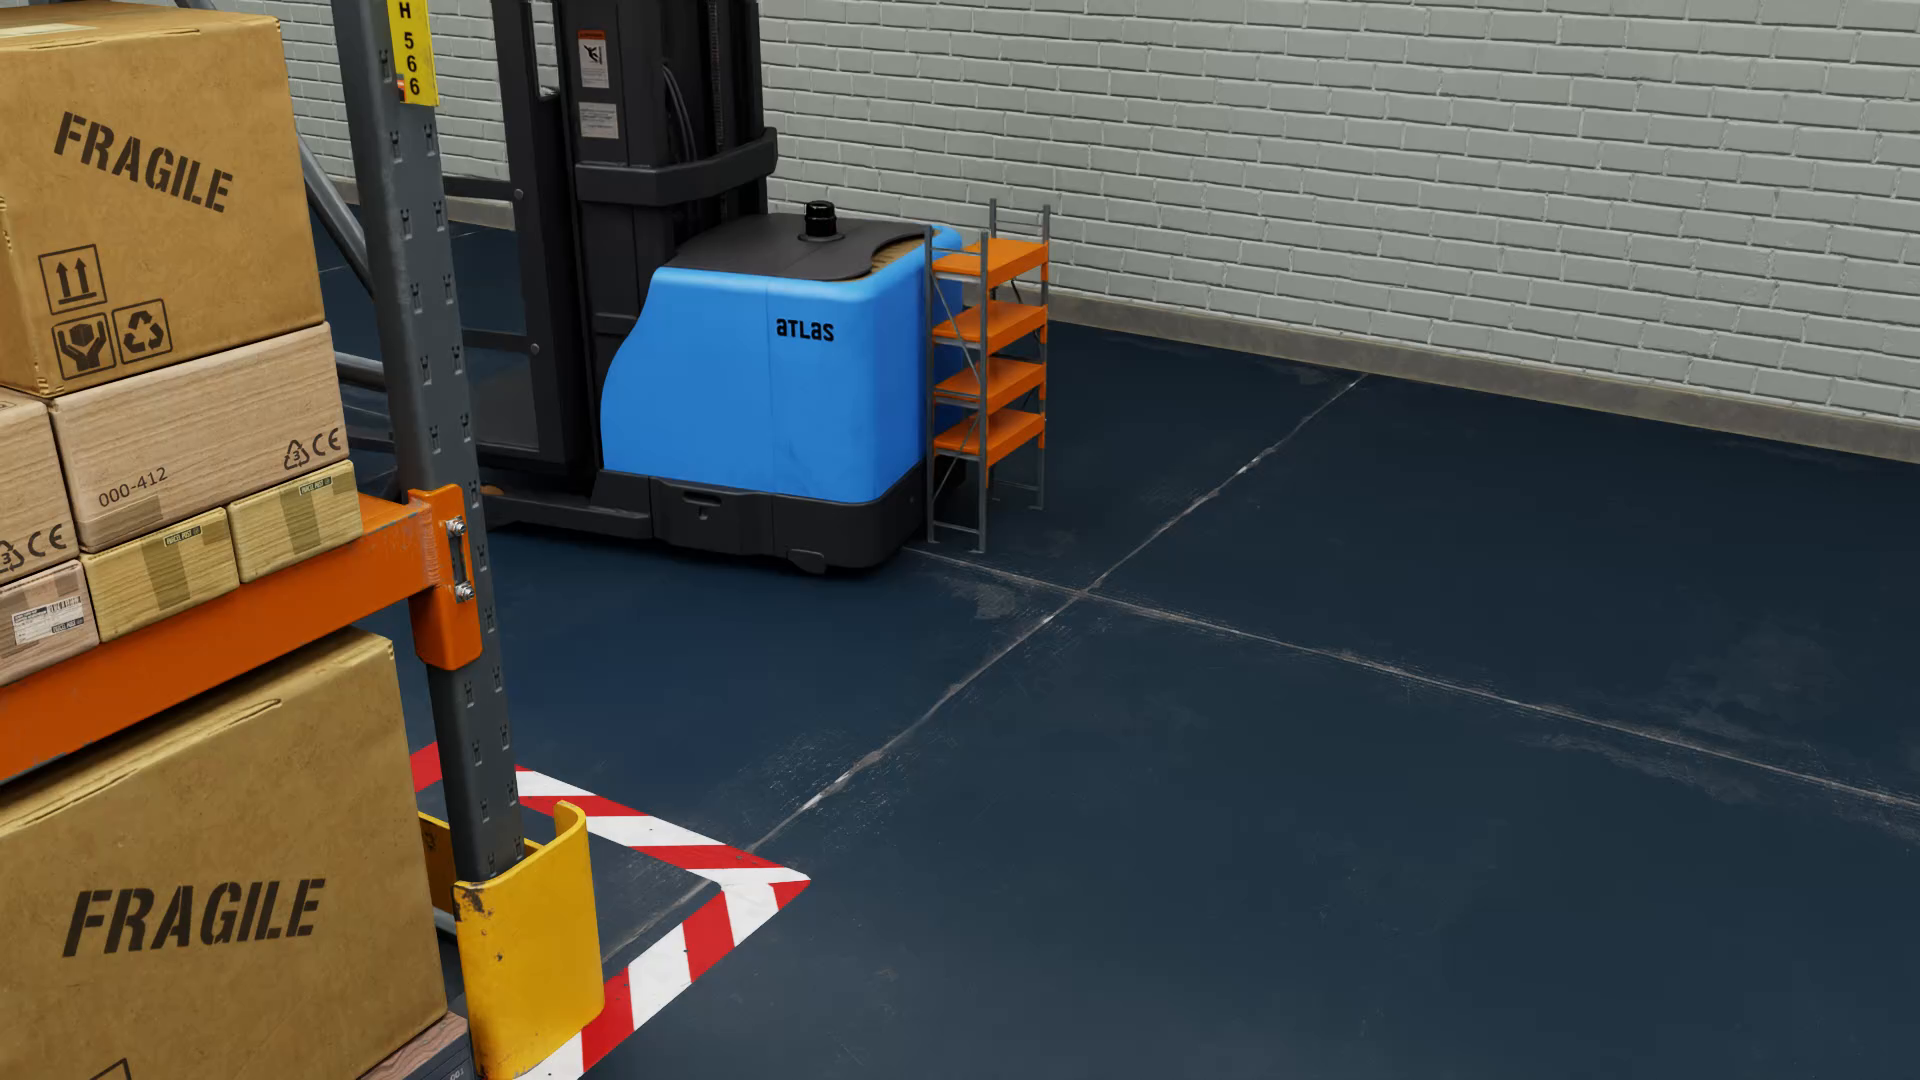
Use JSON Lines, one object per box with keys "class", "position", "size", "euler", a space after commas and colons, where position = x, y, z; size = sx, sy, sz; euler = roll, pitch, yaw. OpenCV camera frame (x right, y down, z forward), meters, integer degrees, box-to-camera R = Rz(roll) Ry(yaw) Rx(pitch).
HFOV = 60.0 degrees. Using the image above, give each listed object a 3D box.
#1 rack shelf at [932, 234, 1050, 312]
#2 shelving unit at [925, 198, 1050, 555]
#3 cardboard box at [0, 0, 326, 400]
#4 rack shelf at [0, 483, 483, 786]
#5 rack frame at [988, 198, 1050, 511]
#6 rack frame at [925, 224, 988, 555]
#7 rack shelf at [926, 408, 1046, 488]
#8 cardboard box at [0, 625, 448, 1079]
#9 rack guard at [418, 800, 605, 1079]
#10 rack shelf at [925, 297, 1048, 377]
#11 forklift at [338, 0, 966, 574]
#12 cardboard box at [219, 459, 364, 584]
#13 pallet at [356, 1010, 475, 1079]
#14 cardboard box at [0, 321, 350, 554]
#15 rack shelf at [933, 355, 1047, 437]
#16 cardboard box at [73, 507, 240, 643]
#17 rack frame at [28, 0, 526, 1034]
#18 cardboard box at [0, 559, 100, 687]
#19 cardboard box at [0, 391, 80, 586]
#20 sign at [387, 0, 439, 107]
{"class": "rack shelf", "position": [0.103, -0.966, 5.983], "size": [0.258, 0.148, 0.480], "euler": [12, 26, 26]}
{"class": "shelving unit", "position": [0.103, -0.606, 6.139], "size": [0.258, 1.200, 0.503], "euler": [12, 26, 26]}
{"class": "cardboard box", "position": [-1.419, -0.570, 2.661], "size": [0.500, 0.500, 0.500], "euler": [14, 27, 30]}
{"class": "rack shelf", "position": [-2.441, 0.628, 1.930], "size": [1.077, 0.370, 4.000], "euler": [14, 27, 29]}
{"class": "rack frame", "position": [0.219, -0.691, 6.336], "size": [0.240, 1.200, 0.015], "euler": [12, 26, 26]}
{"class": "rack frame", "position": [-0.014, -0.520, 5.942], "size": [0.240, 1.200, 0.015], "euler": [12, 26, 26]}
{"class": "rack shelf", "position": [0.103, -0.362, 6.245], "size": [0.258, 0.148, 0.480], "euler": [12, 26, 26]}
{"class": "cardboard box", "position": [-1.655, 0.638, 3.147], "size": [0.875, 0.875, 0.875], "euler": [14, 27, 29]}
{"class": "rack guard", "position": [-1.373, 0.762, 3.861], "size": [1.175, 0.500, 0.348], "euler": [14, 27, 29]}
{"class": "rack shelf", "position": [0.103, -0.749, 6.077], "size": [0.258, 0.148, 0.480], "euler": [12, 26, 26]}
{"class": "forklift", "position": [-1.548, -1.569, 6.185], "size": [3.031, 2.935, 1.130], "euler": [8, 25, 18]}
{"class": "cardboard box", "position": [-1.294, -0.073, 2.959], "size": [0.380, 0.149, 0.250], "euler": [14, 27, 30]}
{"class": "pallet", "position": [-1.741, 1.189, 3.239], "size": [1.003, 0.211, 1.213], "euler": [14, 27, 29]}
{"class": "cardboard box", "position": [-1.416, -0.226, 2.810], "size": [0.500, 0.250, 0.500], "euler": [13, 27, 28]}
{"class": "rack shelf", "position": [0.103, -0.544, 6.166], "size": [0.258, 0.148, 0.480], "euler": [12, 26, 26]}
{"class": "cardboard box", "position": [-1.429, 0.015, 2.755], "size": [0.380, 0.149, 0.250], "euler": [14, 27, 29]}
{"class": "rack frame", "position": [-1.386, -0.377, 3.346], "size": [1.000, 3.000, 0.127], "euler": [14, 27, 29]}
{"class": "cardboard box", "position": [-1.563, 0.100, 2.559], "size": [0.380, 0.149, 0.250], "euler": [14, 27, 29]}
{"class": "cardboard box", "position": [-1.684, -0.055, 2.415], "size": [0.500, 0.250, 0.500], "euler": [13, 27, 28]}
{"class": "sign", "position": [-0.932, -0.899, 2.795], "size": [0.100, 0.325, 0.005], "euler": [14, 27, 29]}
